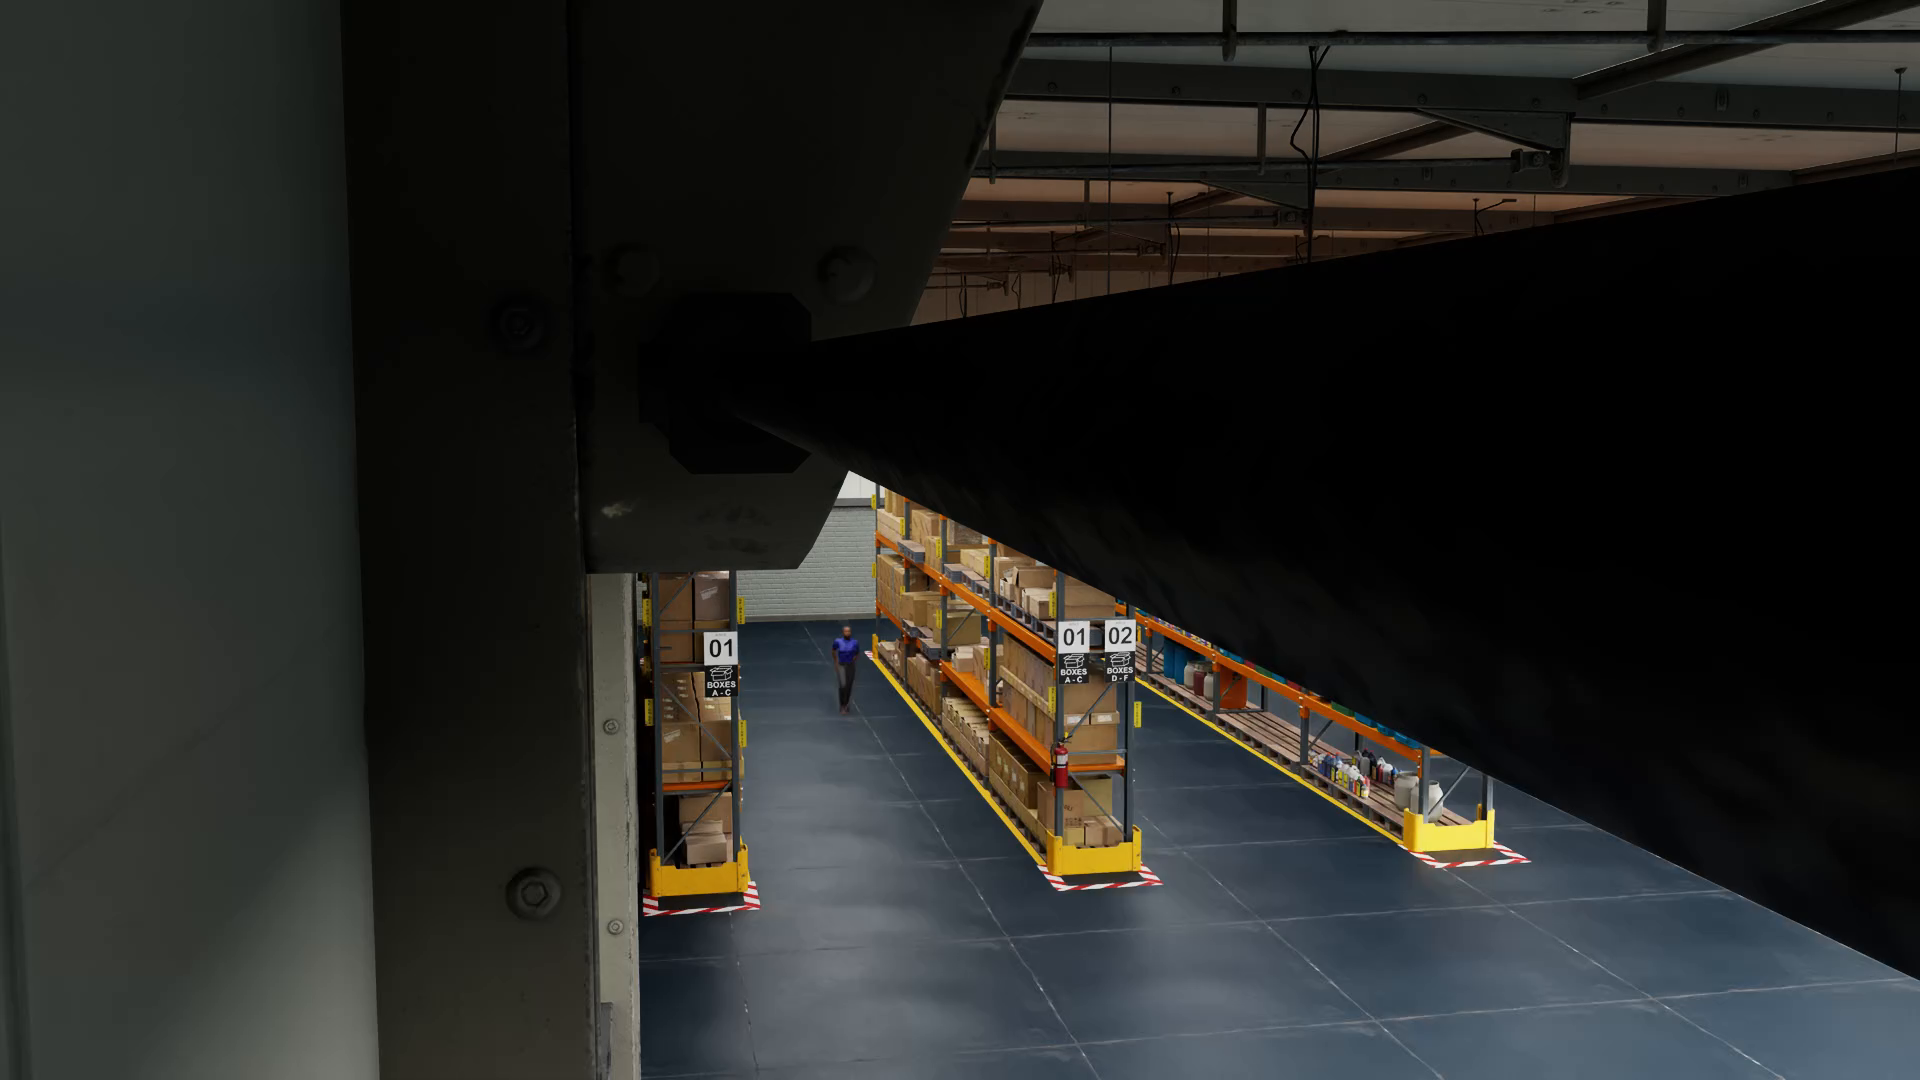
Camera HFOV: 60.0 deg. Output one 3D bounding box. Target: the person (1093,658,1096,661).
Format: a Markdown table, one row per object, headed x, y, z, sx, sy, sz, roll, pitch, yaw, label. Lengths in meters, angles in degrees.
| x | y | z | sx | sy | sz | roll | pitch | yaw | label |
| --- | --- | --- | --- | --- | --- | --- | --- | --- | --- |
| 2.467 | 2.206 | 32.376 | 0.713 | 1.558 | 1.175 | 0 | 6 | 3 | person |

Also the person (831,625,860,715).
| x | y | z | sx | sy | sz | roll | pitch | yaw | label |
| --- | --- | --- | --- | --- | --- | --- | --- | --- | --- |
| -2.094 | 2.389 | 30.629 | 0.487 | 1.670 | 0.802 | -2 | 6 | -15 | person |
